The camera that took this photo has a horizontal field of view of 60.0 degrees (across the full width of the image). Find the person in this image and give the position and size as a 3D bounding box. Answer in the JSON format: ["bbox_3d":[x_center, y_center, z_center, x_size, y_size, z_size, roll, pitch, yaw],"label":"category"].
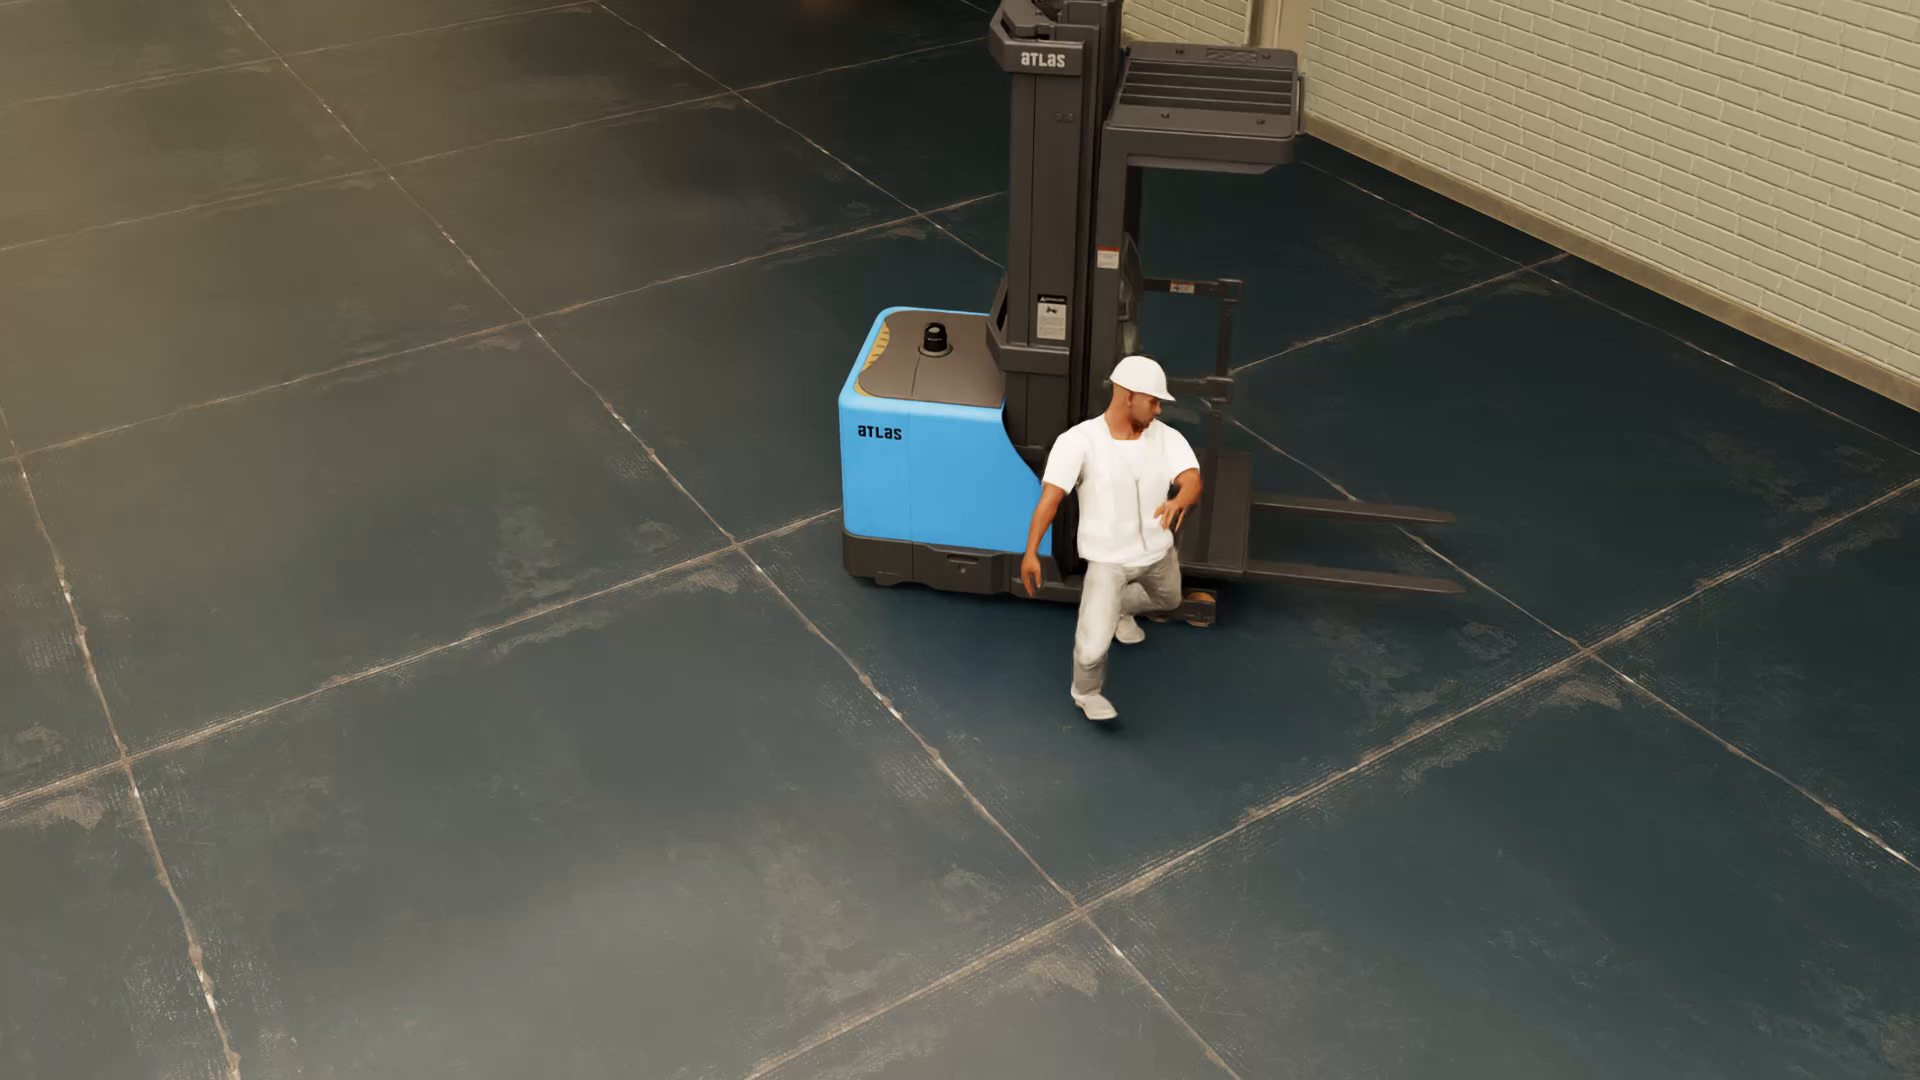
[{"bbox_3d":[0.643,0.060,7.211,0.867,1.594,0.860,-20,40,-26],"label":"person"}]

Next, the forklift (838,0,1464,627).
[{"bbox_3d":[0.978,-1.110,7.727,3.031,2.935,1.130,6,36,8],"label":"forklift"}]
